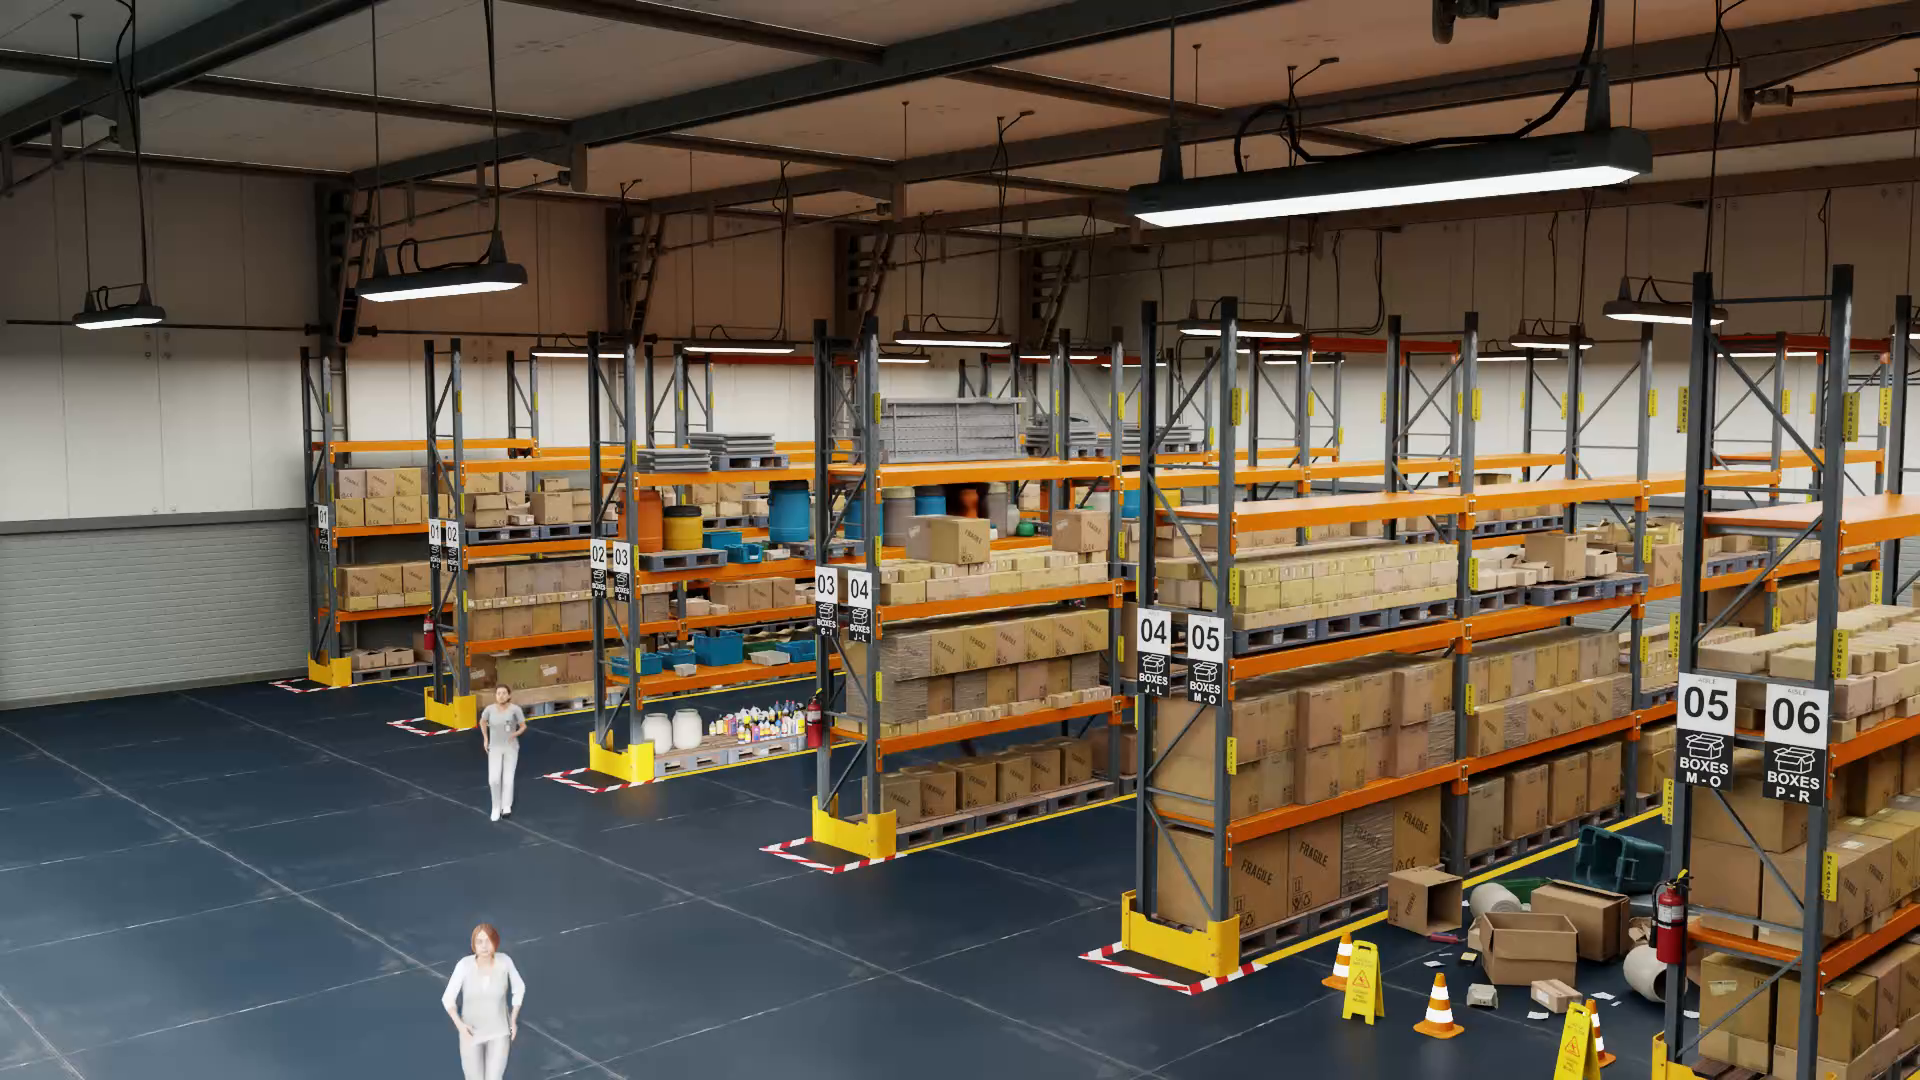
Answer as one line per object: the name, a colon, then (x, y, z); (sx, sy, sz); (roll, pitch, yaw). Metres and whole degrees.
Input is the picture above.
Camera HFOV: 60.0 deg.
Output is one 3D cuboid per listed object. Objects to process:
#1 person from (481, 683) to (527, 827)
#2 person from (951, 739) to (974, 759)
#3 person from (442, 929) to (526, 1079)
person: (-5.512, 2.521, 20.100); (0.553, 1.607, 0.747); (-1, 5, -12)
person: (-0.048, 2.311, 22.846); (0.635, 1.770, 0.756); (4, 7, 41)
person: (-3.235, 3.402, 11.327); (0.549, 1.569, 0.552); (-1, 5, -13)
